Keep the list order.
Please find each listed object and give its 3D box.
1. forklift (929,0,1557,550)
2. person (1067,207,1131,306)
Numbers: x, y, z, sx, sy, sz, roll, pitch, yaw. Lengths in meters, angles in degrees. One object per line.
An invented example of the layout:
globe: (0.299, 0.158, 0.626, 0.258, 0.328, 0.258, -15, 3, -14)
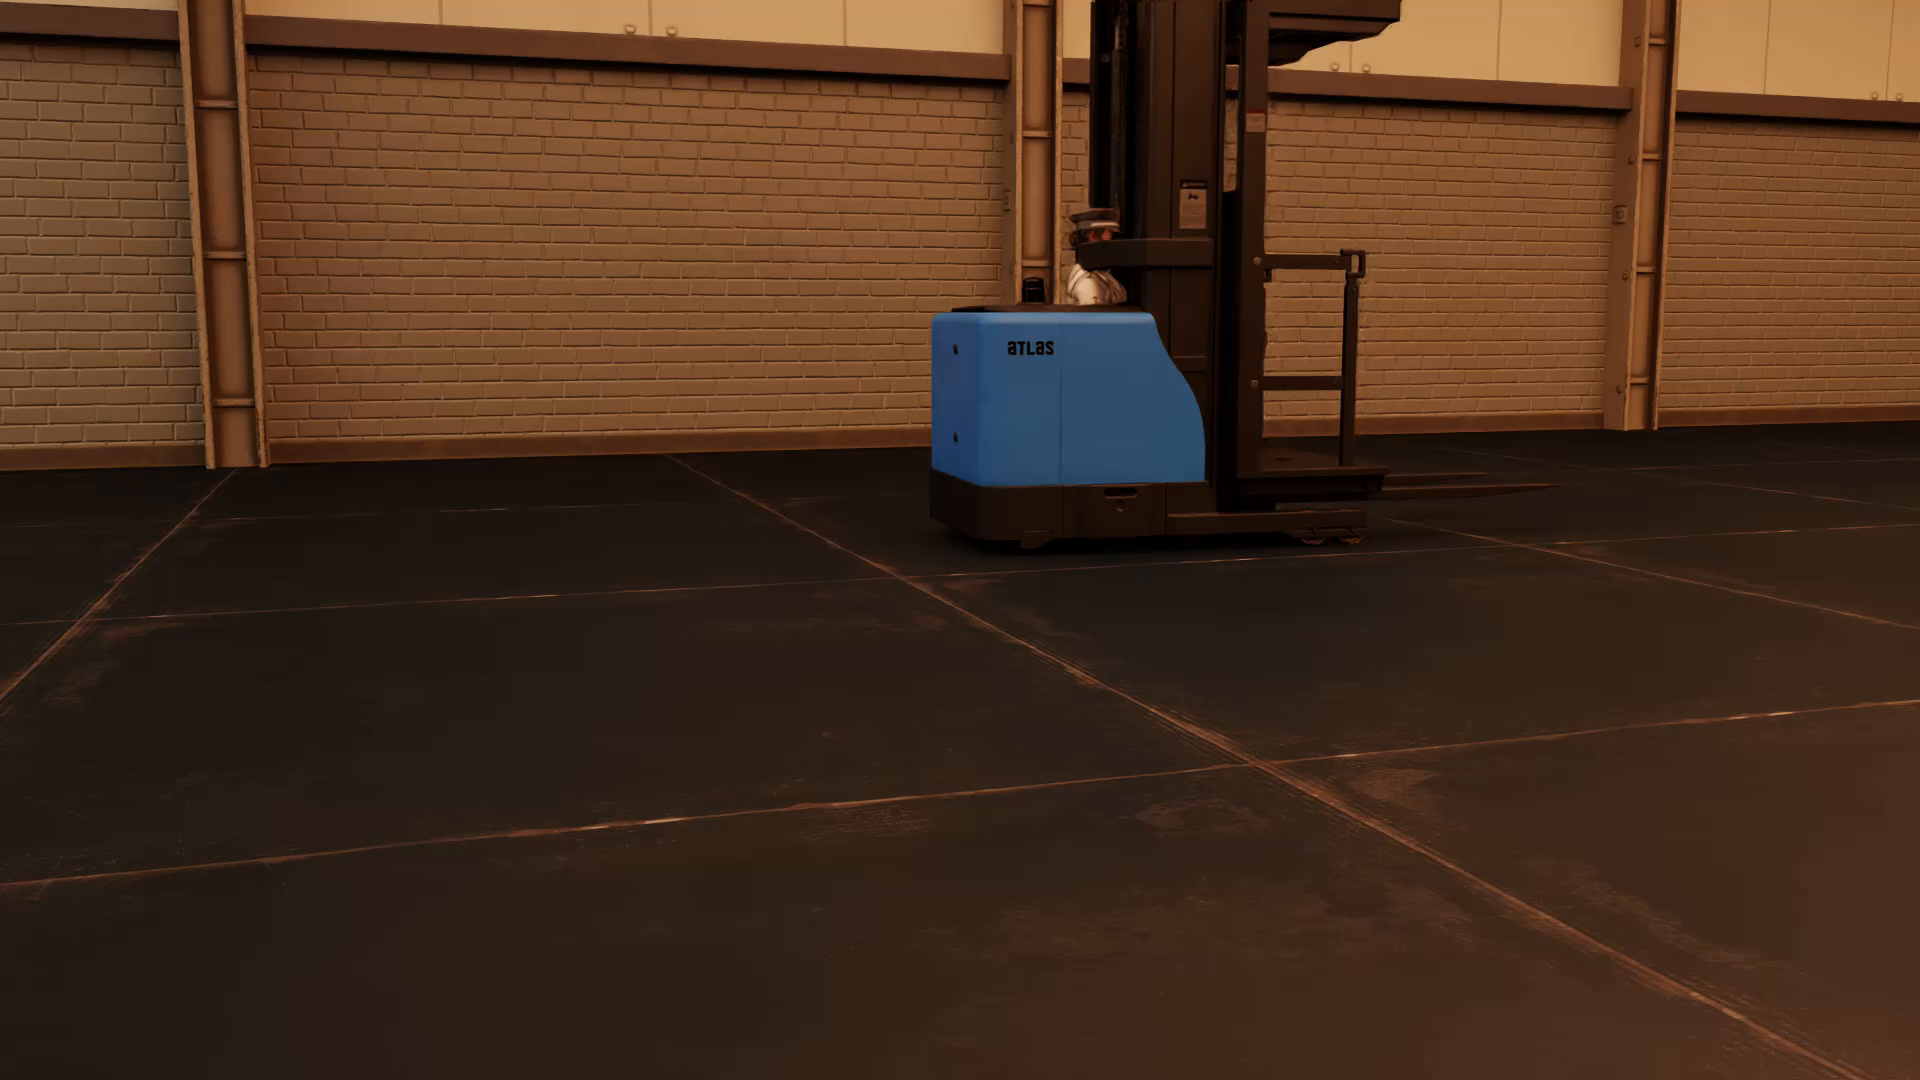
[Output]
forklift: (1.422, -1.494, 8.030, 3.031, 2.935, 1.130, -2, 8, -15)
person: (0.839, -0.856, 8.036, 0.680, 1.489, 0.721, 3, 8, 22)
